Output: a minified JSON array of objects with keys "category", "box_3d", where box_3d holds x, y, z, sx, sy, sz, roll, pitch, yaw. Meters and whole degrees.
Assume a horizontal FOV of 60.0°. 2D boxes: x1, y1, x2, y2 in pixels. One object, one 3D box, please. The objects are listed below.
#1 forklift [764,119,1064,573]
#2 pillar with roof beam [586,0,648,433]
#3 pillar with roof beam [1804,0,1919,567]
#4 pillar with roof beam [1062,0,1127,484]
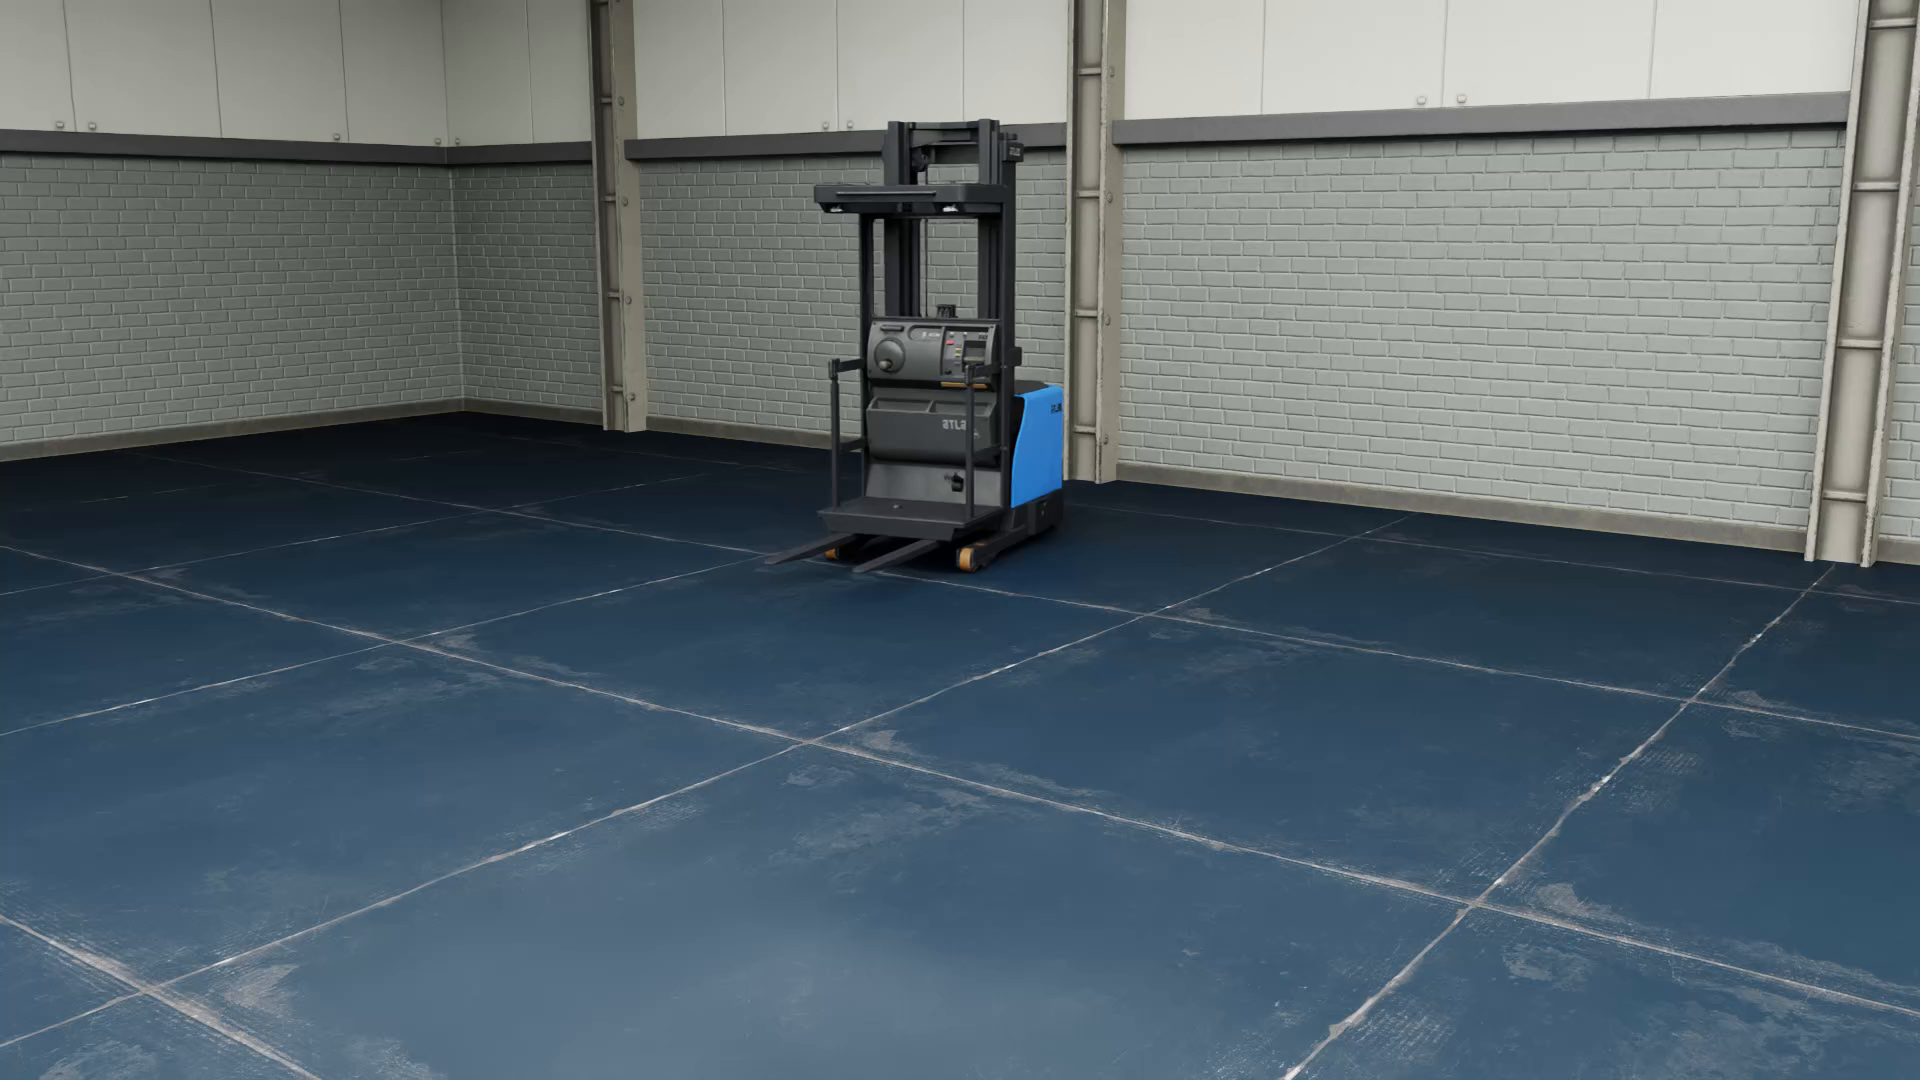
[{"category":"forklift","box_3d":[-0.281,-1.318,11.127,1.130,2.935,3.031,5,12,23]},{"category":"pillar with roof beam","box_3d":[-6.226,-4.972,14.037,0.400,9.000,9.100,8,13,36]},{"category":"pillar with roof beam","box_3d":[3.446,-3.623,7.063,0.400,9.000,9.100,8,13,36]},{"category":"pillar with roof beam","box_3d":[-1.390,-4.297,10.550,0.400,9.000,9.100,8,13,36]}]
